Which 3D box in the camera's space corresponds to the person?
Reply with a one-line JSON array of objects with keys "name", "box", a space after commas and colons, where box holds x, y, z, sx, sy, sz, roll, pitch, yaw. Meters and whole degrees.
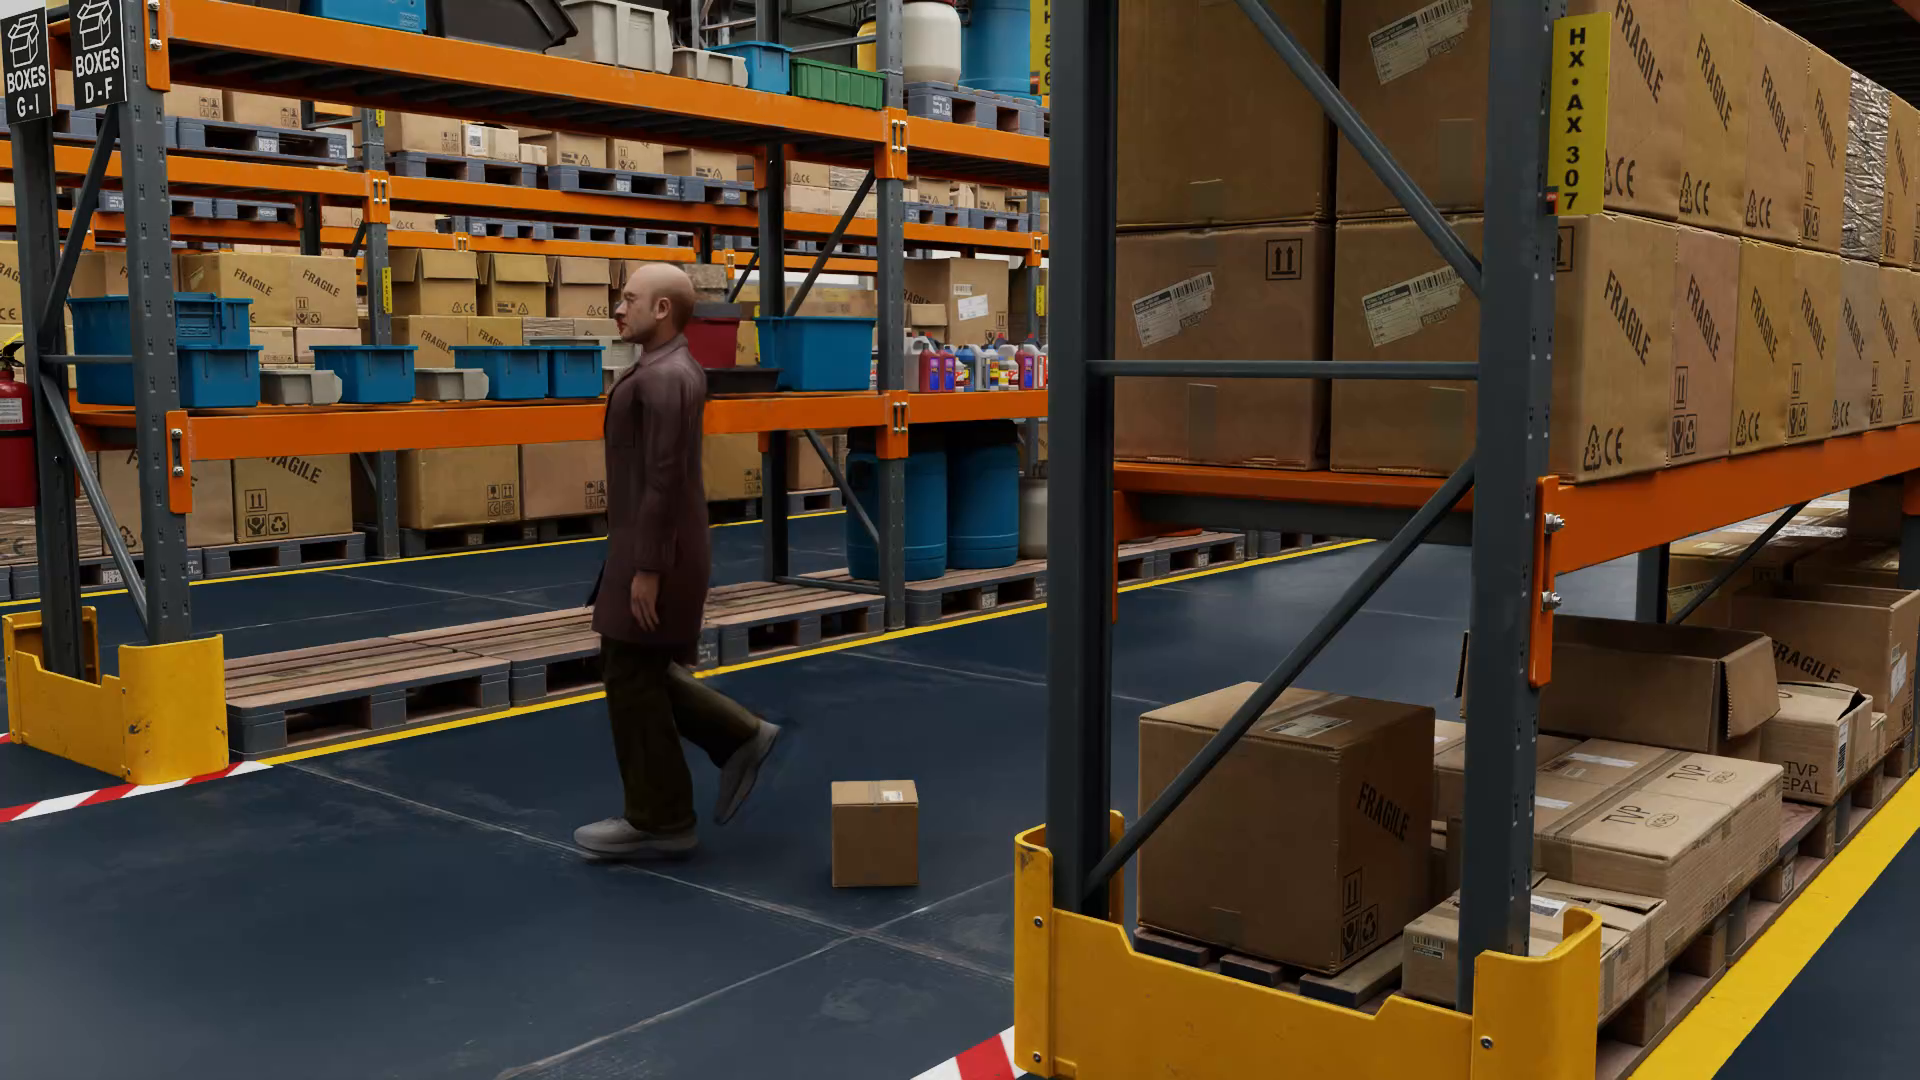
[{"name": "person", "box": [-0.866, 0.057, 5.034, 0.626, 1.766, 0.604, -1, 7, -5]}]
